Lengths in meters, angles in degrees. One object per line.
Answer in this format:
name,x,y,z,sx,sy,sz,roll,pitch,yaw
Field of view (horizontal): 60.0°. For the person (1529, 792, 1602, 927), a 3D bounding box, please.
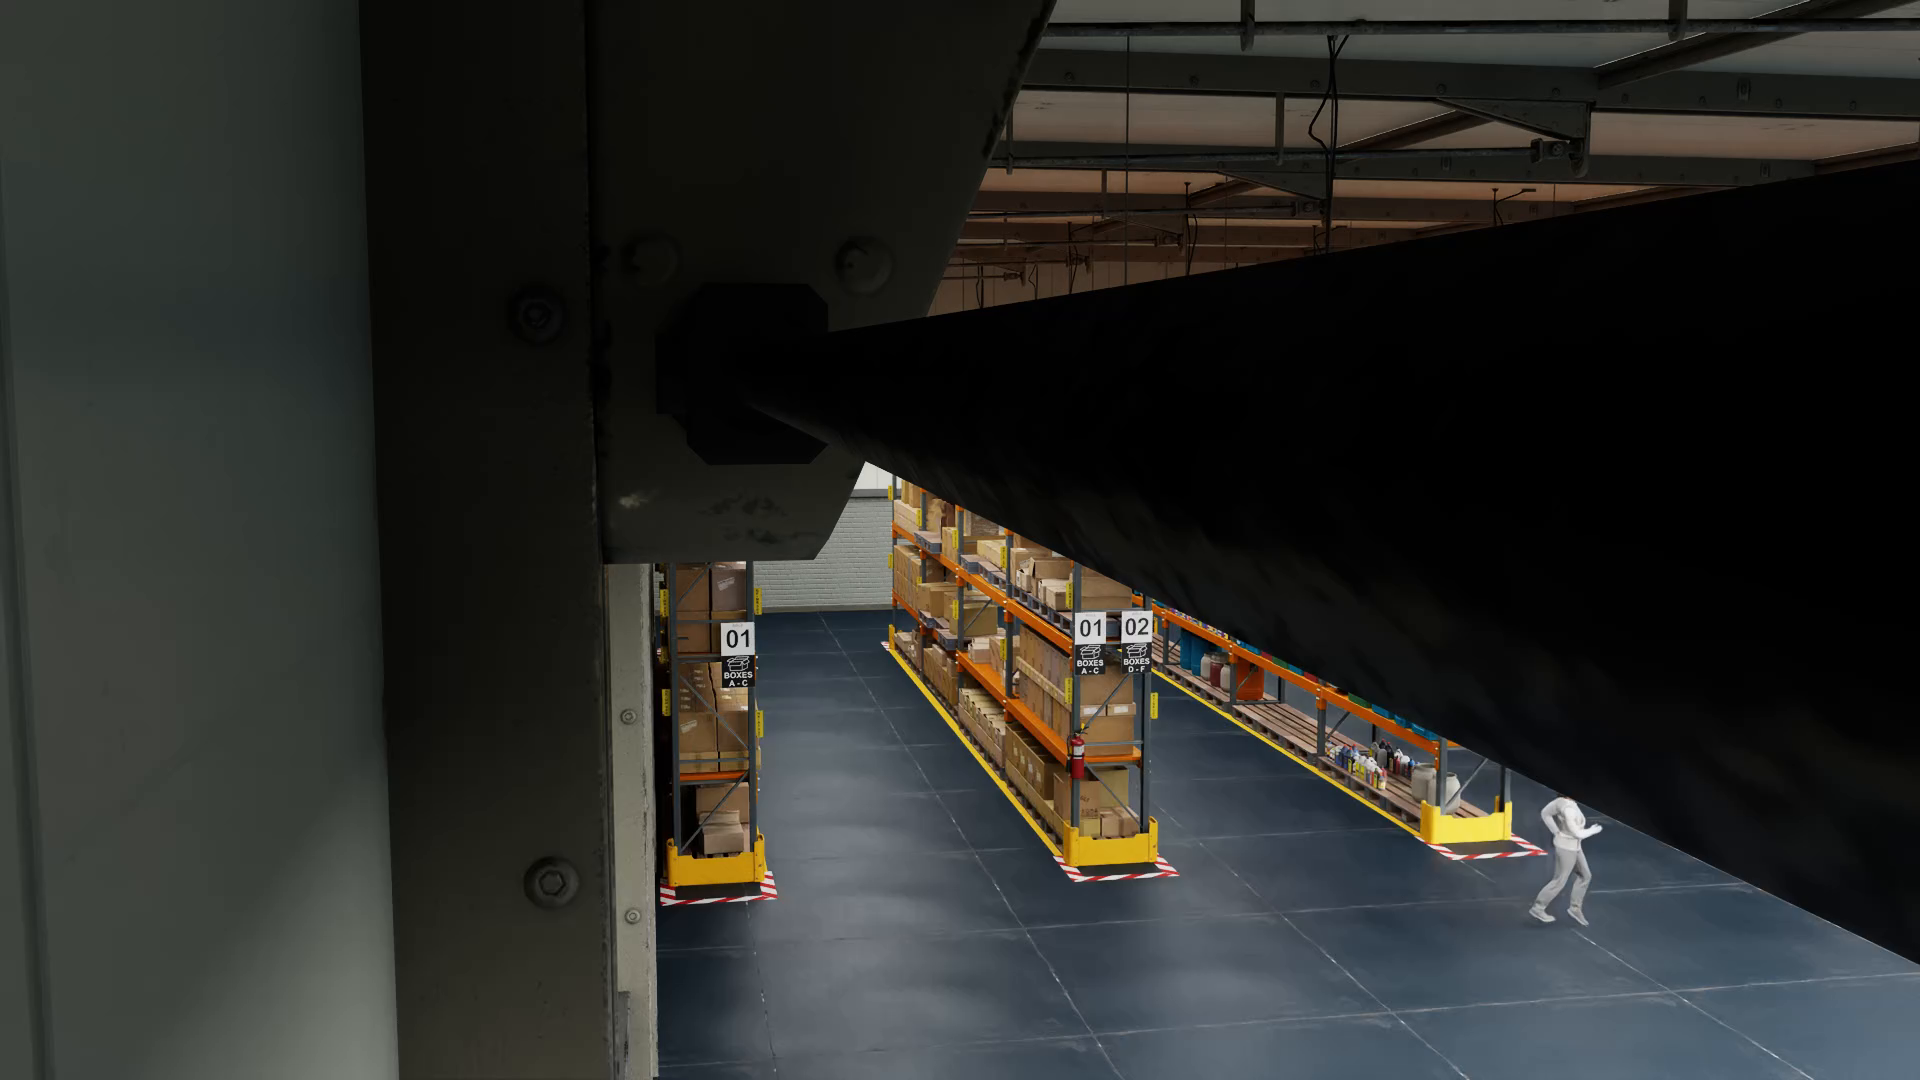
person,6.771,3.483,18.574,0.743,1.744,0.577,2,6,14
